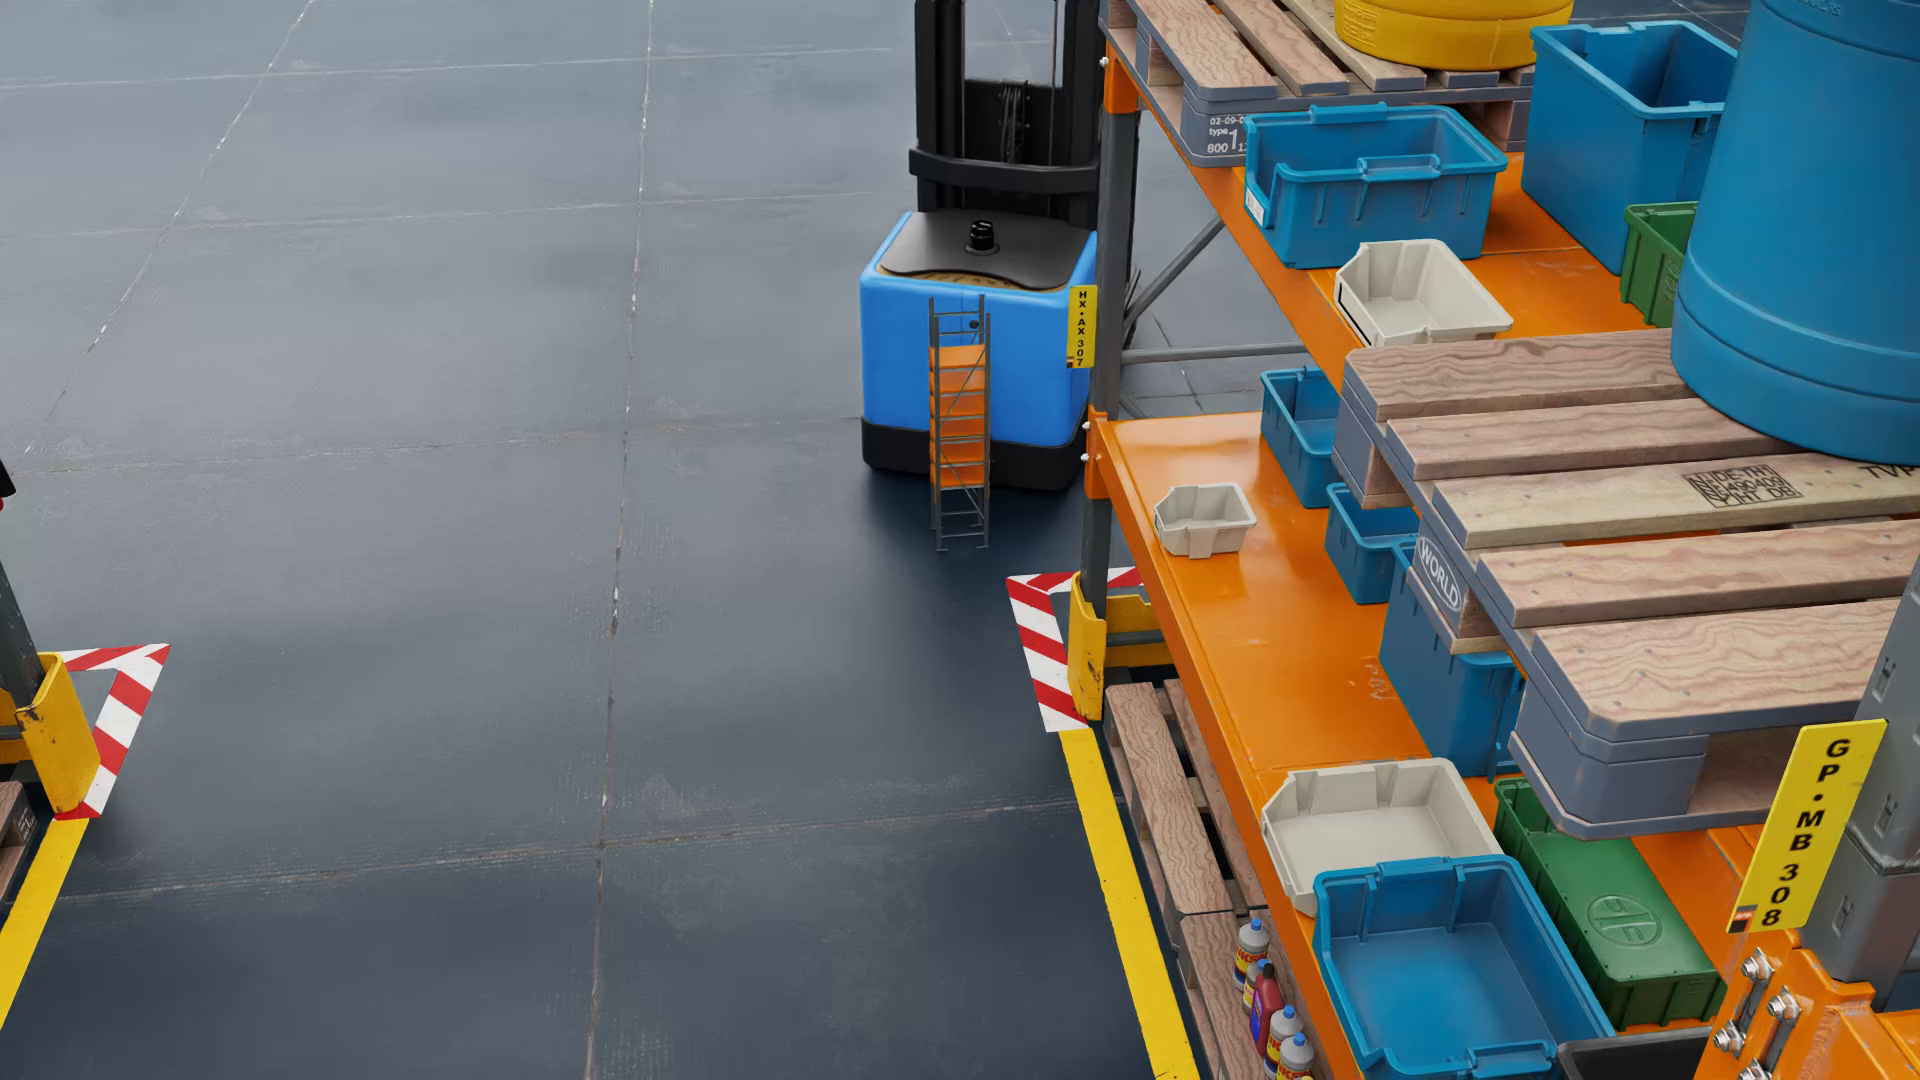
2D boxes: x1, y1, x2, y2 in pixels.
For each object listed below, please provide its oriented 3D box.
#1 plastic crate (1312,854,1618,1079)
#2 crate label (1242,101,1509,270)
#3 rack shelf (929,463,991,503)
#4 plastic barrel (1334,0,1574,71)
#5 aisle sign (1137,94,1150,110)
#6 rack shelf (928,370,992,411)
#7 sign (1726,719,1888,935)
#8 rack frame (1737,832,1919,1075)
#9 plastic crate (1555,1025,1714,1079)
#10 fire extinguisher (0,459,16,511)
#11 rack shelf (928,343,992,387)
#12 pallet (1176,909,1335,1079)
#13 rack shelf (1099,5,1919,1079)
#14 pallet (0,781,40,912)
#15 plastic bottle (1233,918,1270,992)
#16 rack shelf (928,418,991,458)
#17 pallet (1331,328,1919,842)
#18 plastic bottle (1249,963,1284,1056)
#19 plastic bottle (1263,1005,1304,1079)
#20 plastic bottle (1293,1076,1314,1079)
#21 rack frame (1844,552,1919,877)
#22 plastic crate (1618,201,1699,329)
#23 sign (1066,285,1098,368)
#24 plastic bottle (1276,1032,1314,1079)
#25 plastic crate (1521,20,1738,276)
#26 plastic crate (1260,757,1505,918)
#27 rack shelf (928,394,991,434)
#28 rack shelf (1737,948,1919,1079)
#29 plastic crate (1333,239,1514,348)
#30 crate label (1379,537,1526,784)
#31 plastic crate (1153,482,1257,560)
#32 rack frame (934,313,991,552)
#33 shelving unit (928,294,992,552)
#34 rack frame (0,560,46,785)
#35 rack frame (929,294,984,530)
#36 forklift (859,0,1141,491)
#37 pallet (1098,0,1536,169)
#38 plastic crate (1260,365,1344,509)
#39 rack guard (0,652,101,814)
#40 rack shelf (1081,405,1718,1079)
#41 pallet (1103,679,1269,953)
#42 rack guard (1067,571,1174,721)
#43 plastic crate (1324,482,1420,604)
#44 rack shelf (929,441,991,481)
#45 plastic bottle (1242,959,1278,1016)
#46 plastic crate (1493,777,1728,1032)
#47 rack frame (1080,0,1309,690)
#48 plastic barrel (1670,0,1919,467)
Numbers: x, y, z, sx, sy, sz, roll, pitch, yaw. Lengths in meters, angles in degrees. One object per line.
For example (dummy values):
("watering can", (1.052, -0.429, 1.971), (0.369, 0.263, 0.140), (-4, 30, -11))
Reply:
("plastic crate", (1.103, 1.009, 3.738), (0.499, 0.251, 0.616), (-4, 35, -6))
("crate label", (0.907, -0.796, 3.723), (0.502, 0.251, 0.408), (-4, 35, -6))
("rack shelf", (-0.002, -0.269, 7.584), (0.258, 0.103, 0.180), (-4, 35, -6))
("plastic barrel", (1.262, -1.552, 4.160), (0.600, 0.588, 0.600), (0, 34, 0))
("aisle sign", (0.683, -1.780, 5.390), (0.394, 0.787, 0.004), (-4, 35, -6))
("rack shelf", (-0.002, -0.665, 7.314), (0.258, 0.103, 0.180), (-4, 35, -6))
("sign", (0.974, 0.337, 1.921), (0.100, 0.325, 0.005), (-4, 35, -6))
("rack frame", (1.521, 1.544, 2.820), (1.000, 3.000, 0.127), (-4, 35, -6))
("plastic crate", (1.576, 1.268, 3.280), (0.767, 0.338, 0.504), (-4, 35, -6))
("fire extinguisher", (-3.484, -0.379, 5.712), (0.296, 0.674, 0.183), (-4, 35, -6))
("rack shelf", (-0.002, -0.765, 7.246), (0.258, 0.103, 0.180), (-4, 35, -6))
("pallet", (1.304, 1.637, 5.161), (1.003, 0.211, 1.213), (-4, 35, -6))
("rack shelf", (1.252, -0.514, 3.816), (1.077, 0.370, 4.000), (-4, 35, -6))
("pallet", (-3.841, 1.338, 5.599), (1.003, 0.211, 1.213), (-4, 35, -6))
("plastic bottle", (0.918, 1.293, 5.221), (0.097, 0.271, 0.097), (0, 34, 0))
("rack shelf", (-0.002, -0.467, 7.449), (0.258, 0.103, 0.180), (-4, 35, -6))
("pallet", (1.327, -0.012, 2.609), (1.213, 0.211, 1.003), (-4, 35, -6))
("plastic bottle", (0.930, 1.416, 5.030), (0.061, 0.283, 0.133), (-4, 34, -6))
("plastic bottle", (0.964, 1.485, 4.940), (0.097, 0.271, 0.097), (0, 34, 0))
("plastic bottle", (0.991, 1.625, 4.797), (0.097, 0.201, 0.097), (0, 34, 0))
("rack frame", (1.521, -0.935, 1.131), (1.000, 3.000, 0.127), (-4, 35, -6))
("plastic crate", (1.578, -0.509, 3.357), (0.336, 0.188, 0.450), (-4, 35, -6))
("sign", (0.437, -0.763, 5.960), (0.100, 0.325, 0.005), (-4, 35, -6))
("plastic bottle", (0.977, 1.540, 4.858), (0.097, 0.271, 0.097), (0, 34, 0))
("plastic crate", (1.537, -0.879, 3.727), (0.392, 0.384, 0.575), (-4, 35, -6))
("plastic crate", (1.051, 0.766, 4.196), (0.530, 0.136, 0.437), (-4, 35, -6))
("rack shelf", (-0.002, -0.566, 7.381), (0.258, 0.103, 0.180), (-4, 35, -6))
("rack shelf", (1.790, 1.718, 0.540), (1.077, 0.370, 4.000), (-4, 35, -6))
("plastic crate", (0.904, -0.451, 3.319), (0.243, 0.136, 0.396), (-4, 35, -6))
("crate label", (1.498, 0.304, 4.608), (0.502, 0.435, 0.616), (-4, 35, -6))
("plastic crate", (0.784, -0.055, 5.401), (0.298, 0.136, 0.250), (-4, 35, -6))
("rack frame", (0.010, -0.453, 7.349), (0.240, 1.200, 0.006), (-4, 35, -6))
("shelving unit", (-0.002, -0.504, 7.424), (0.258, 1.200, 0.189), (-4, 35, -6))
("rack frame", (-3.925, -0.313, 5.545), (1.000, 3.000, 0.127), (-4, 35, -6))
("rack frame", (-0.014, -0.555, 7.499), (0.240, 1.200, 0.006), (-4, 35, -6))
("forklift", (0.379, -2.273, 8.483), (1.130, 2.935, 3.031), (8, 35, 12))
("pallet", (0.997, -1.380, 4.616), (1.003, 0.211, 1.213), (-4, 35, -6))
("plastic crate", (1.346, -0.370, 5.761), (0.499, 0.251, 0.616), (-4, 35, -6))
("rack guard", (-3.915, 0.763, 6.187), (1.175, 0.500, 0.348), (-4, 35, -6))
("rack shelf", (1.252, 0.726, 4.660), (1.077, 0.370, 4.000), (-4, 35, -6))
("pallet", (1.143, 0.957, 6.158), (1.003, 0.211, 1.213), (-4, 35, -6))
("rack guard", (1.039, 0.384, 6.742), (1.175, 0.500, 0.348), (-4, 35, -6))
("plastic crate", (1.428, -0.007, 5.228), (0.499, 0.251, 0.408), (-4, 35, -6))
("rack shelf", (-0.002, -0.368, 7.517), (0.258, 0.103, 0.180), (-4, 35, -6))
("plastic bottle", (0.932, 1.380, 5.156), (0.097, 0.201, 0.097), (0, 34, 0))
("plastic crate", (1.618, 0.853, 4.023), (0.450, 0.188, 0.662), (-4, 35, -6))
("rack frame", (0.983, -0.688, 6.096), (1.000, 3.000, 0.127), (-4, 35, -6))
("plastic barrel", (1.493, -0.639, 2.543), (0.600, 0.901, 0.708), (-4, 35, -6))
